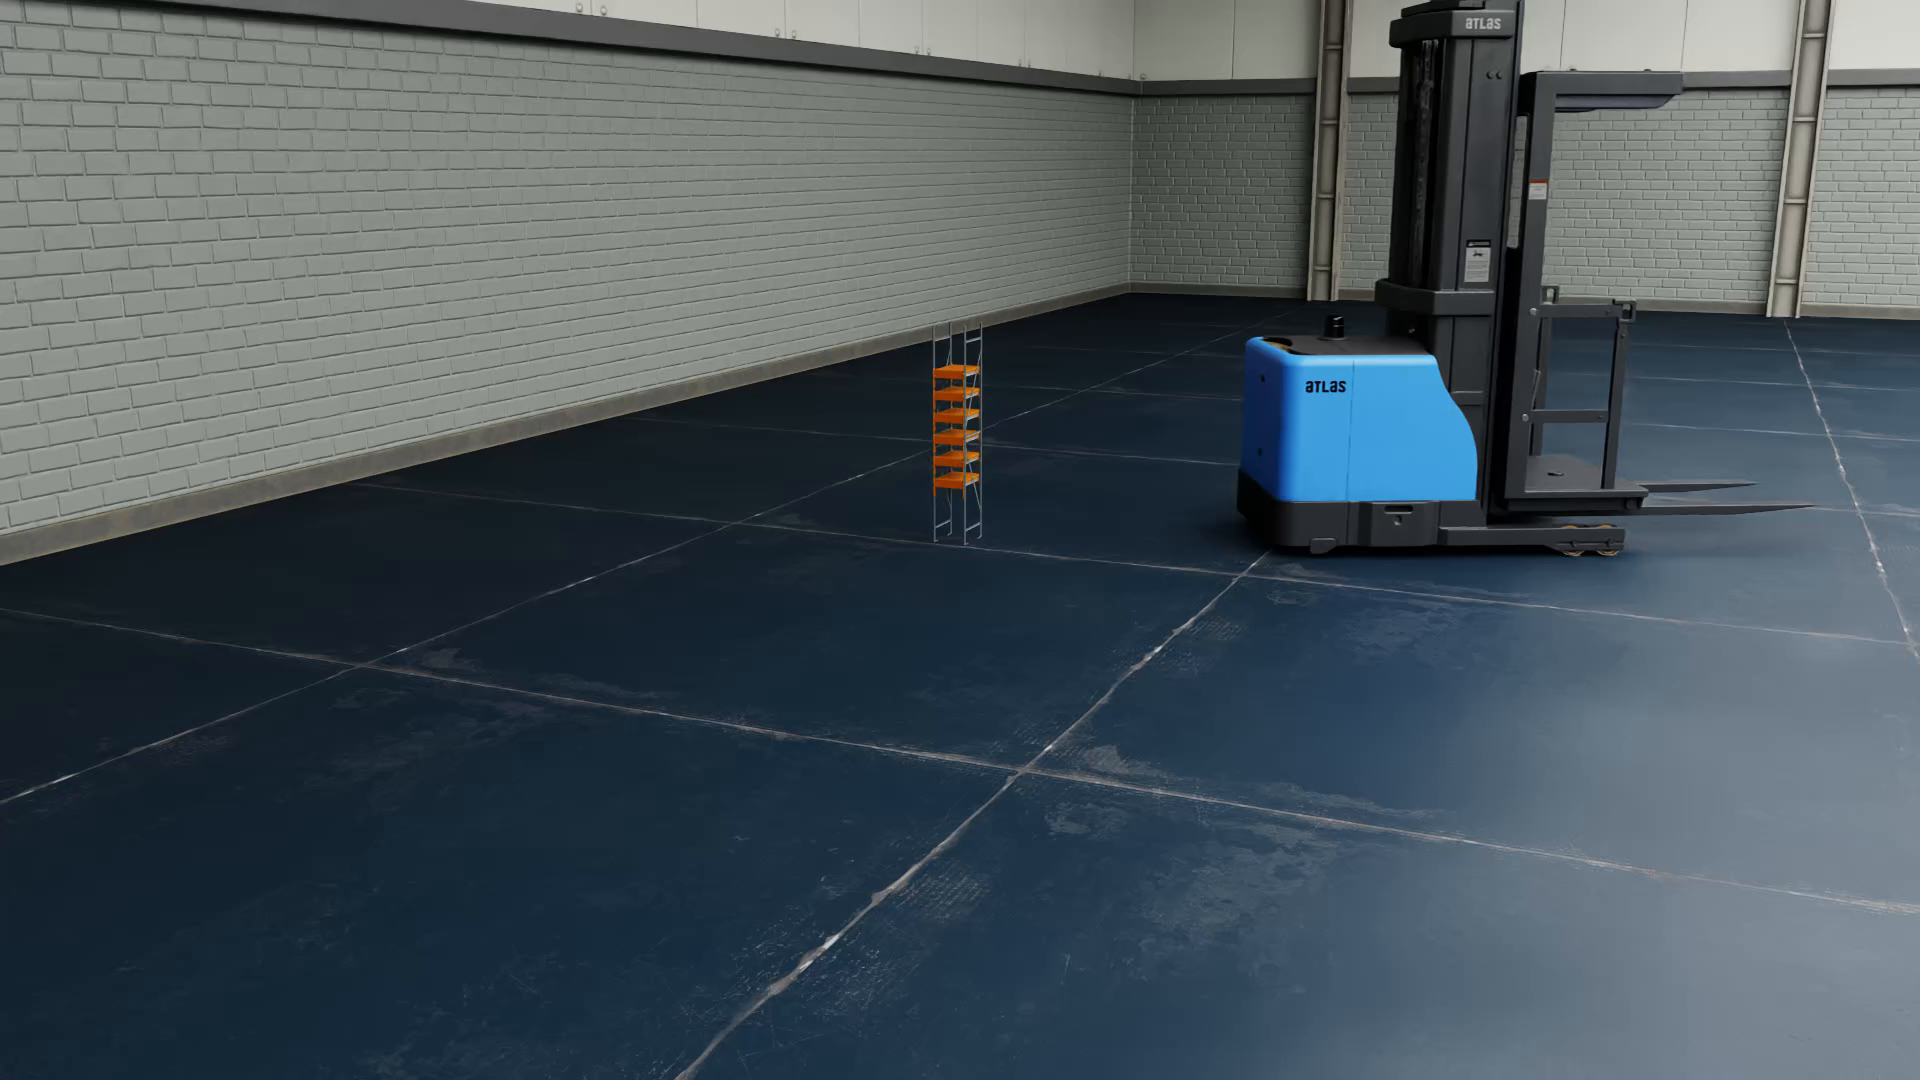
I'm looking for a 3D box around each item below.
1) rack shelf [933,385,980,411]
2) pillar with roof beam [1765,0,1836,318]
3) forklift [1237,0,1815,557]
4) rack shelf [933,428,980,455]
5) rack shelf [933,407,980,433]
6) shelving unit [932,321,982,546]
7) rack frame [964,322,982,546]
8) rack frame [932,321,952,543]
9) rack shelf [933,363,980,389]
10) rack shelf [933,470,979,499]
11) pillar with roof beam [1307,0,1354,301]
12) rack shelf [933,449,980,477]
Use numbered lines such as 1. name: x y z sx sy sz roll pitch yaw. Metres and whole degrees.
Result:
1. rack shelf: -0.013 -0.776 9.079 0.180 0.103 0.258 6 14 23
2. pillar with roof beam: 8.990 -6.404 16.847 0.400 9.000 9.100 6 14 23
3. forklift: 3.152 -1.459 9.056 3.031 2.935 1.130 -1 13 -3
4. rack shelf: -0.013 -0.542 9.134 0.180 0.103 0.258 6 14 23
5. rack shelf: -0.013 -0.659 9.106 0.180 0.103 0.258 6 14 23
6. shelving unit: -0.013 -0.585 9.123 0.189 1.200 0.258 6 14 23
7. rack frame: 0.070 -0.577 9.087 0.006 1.200 0.240 6 14 23
8. rack frame: -0.097 -0.594 9.160 0.006 1.200 0.240 6 14 23
9. rack shelf: -0.013 -0.893 9.051 0.180 0.103 0.258 6 14 23
10. rack shelf: -0.013 -0.309 9.188 0.180 0.103 0.258 6 14 23
11. pillar with roof beam: 3.505 -6.959 19.213 0.400 9.000 9.100 6 14 23
12. rack shelf: -0.013 -0.425 9.161 0.180 0.103 0.258 6 14 23
